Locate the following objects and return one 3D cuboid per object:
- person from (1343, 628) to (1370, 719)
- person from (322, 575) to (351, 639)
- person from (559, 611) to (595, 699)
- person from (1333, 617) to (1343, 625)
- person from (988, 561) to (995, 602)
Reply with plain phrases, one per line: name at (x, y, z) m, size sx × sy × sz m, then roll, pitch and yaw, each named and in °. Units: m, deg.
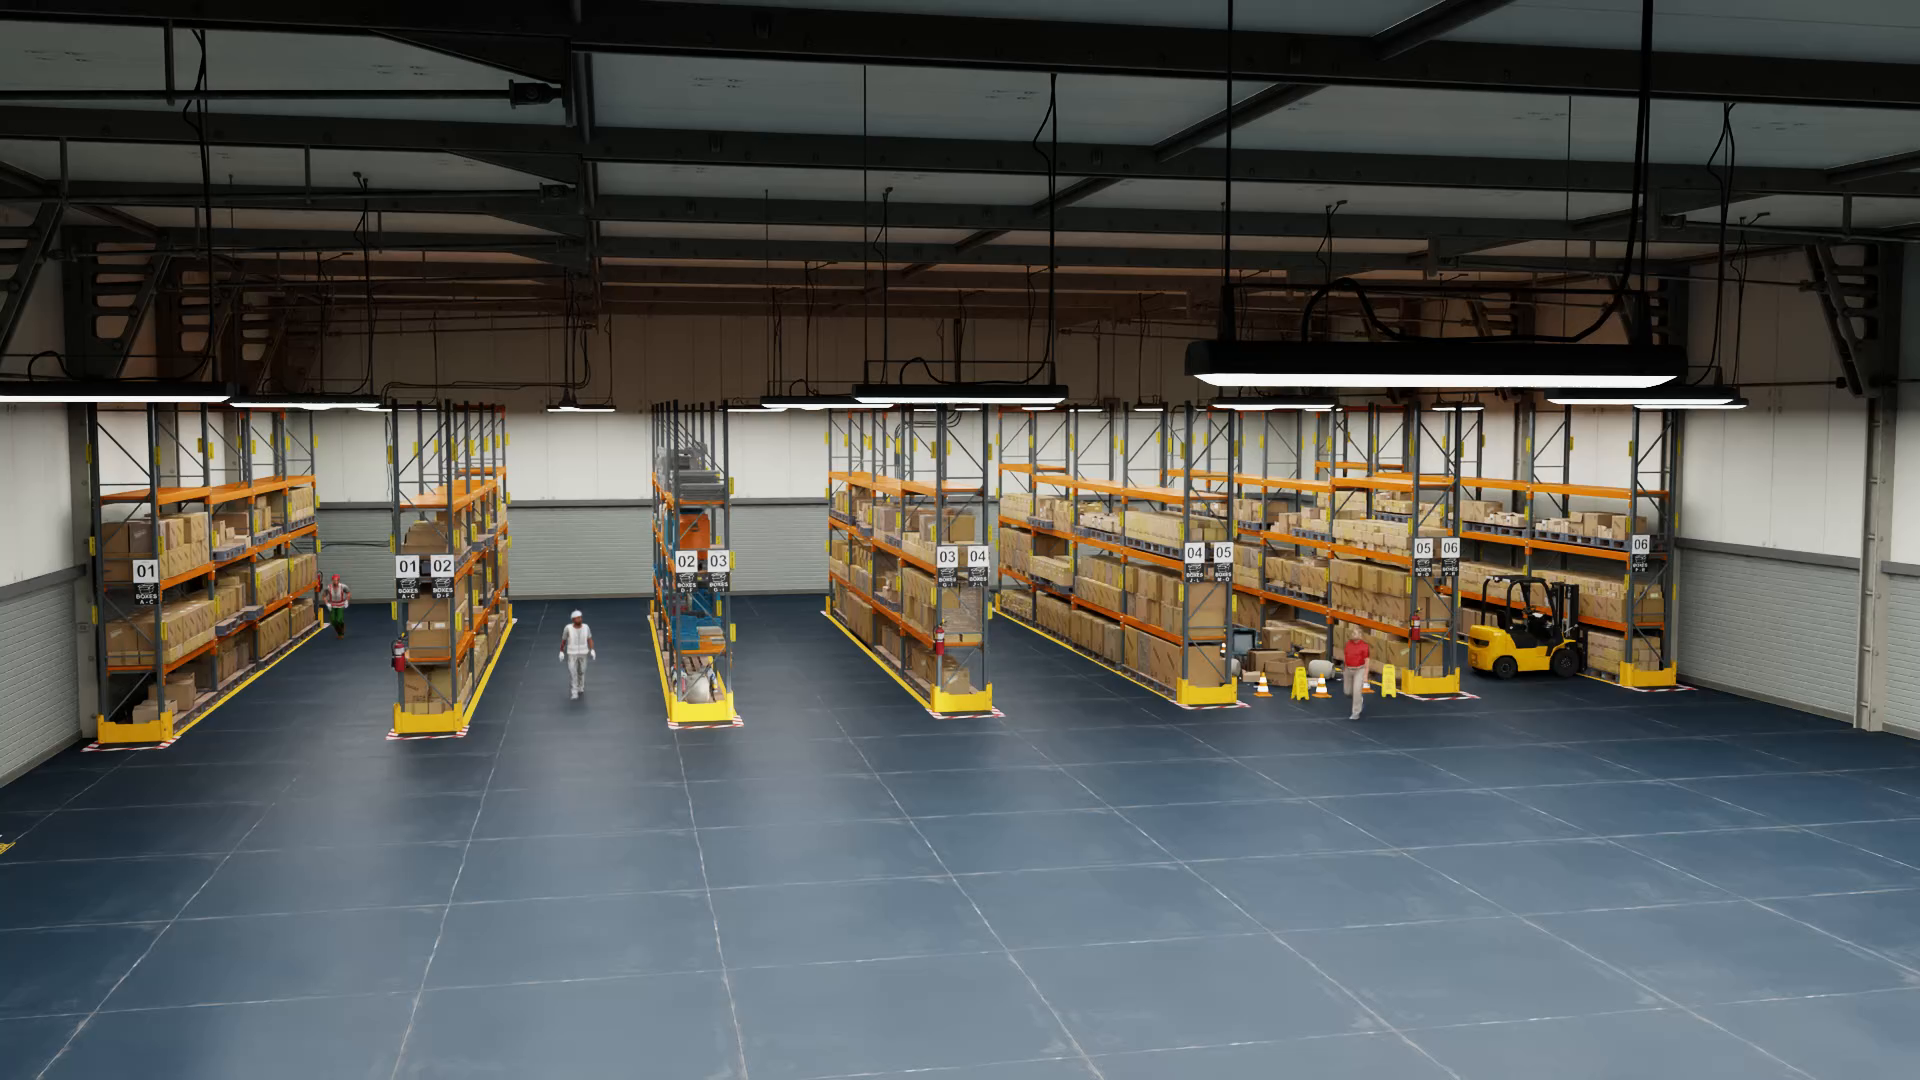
person at (7.498, 2.491, 31.346) m, size 0.544 × 1.697 × 0.762 m, roll 3°, pitch 6°, yaw 38°
person at (-15.873, 1.700, 42.333) m, size 0.641 × 1.681 × 0.639 m, roll 0°, pitch 4°, yaw -4°
person at (-7.748, 2.293, 33.669) m, size 0.684 × 1.722 × 1.054 m, roll -2°, pitch 5°, yaw -21°
person at (9.806, 1.665, 42.599) m, size 0.567 × 1.748 × 0.389 m, roll -3°, pitch 5°, yaw -36°
person at (0.758, 1.130, 49.622) m, size 0.628 × 1.669 × 0.468 m, roll -1°, pitch 4°, yaw -11°
